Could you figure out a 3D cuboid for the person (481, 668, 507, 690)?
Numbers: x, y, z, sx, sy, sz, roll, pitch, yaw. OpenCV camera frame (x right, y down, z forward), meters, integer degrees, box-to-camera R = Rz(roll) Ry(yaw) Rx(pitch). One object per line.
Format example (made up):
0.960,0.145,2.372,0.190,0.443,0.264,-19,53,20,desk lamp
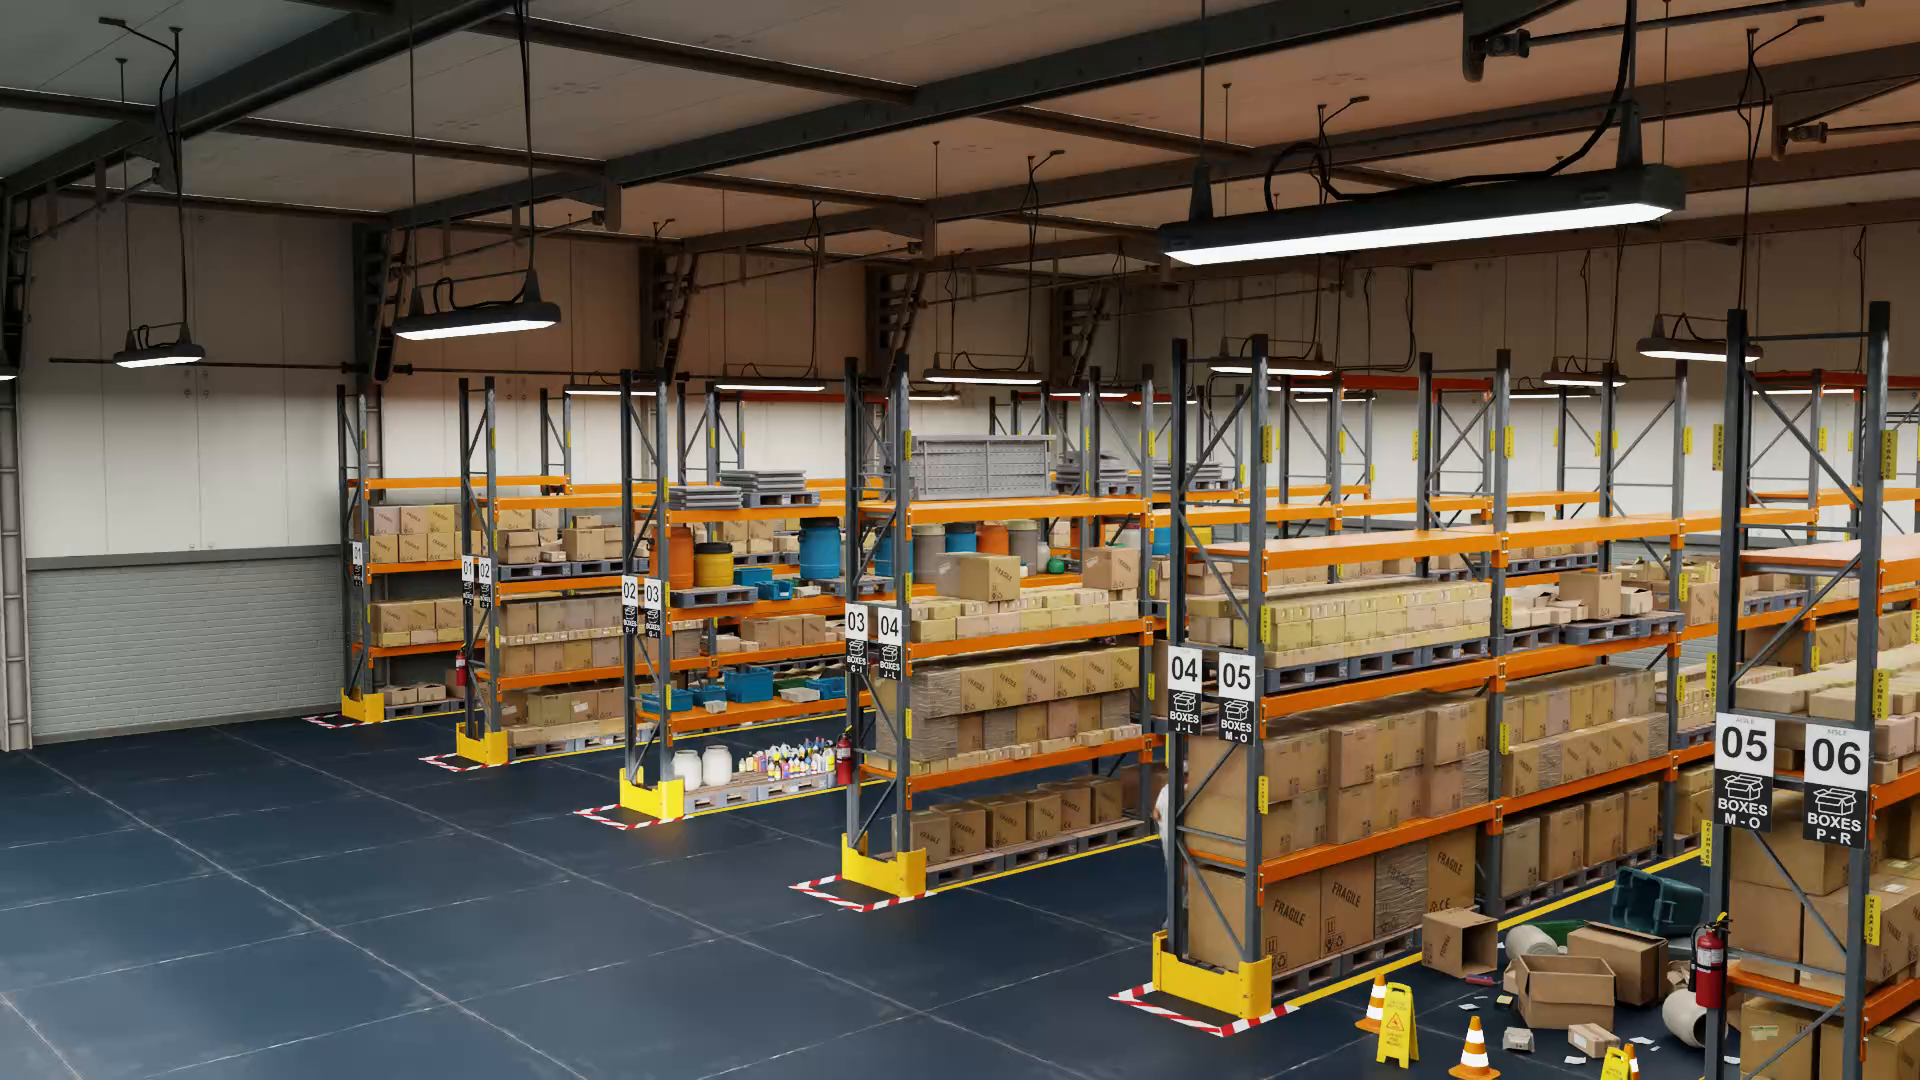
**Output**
-7.762,2.459,28.382,0.582,1.705,0.862,4,5,44,person

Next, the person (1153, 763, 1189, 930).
2.312,3.166,17.509,0.604,1.674,0.923,3,5,35,person
